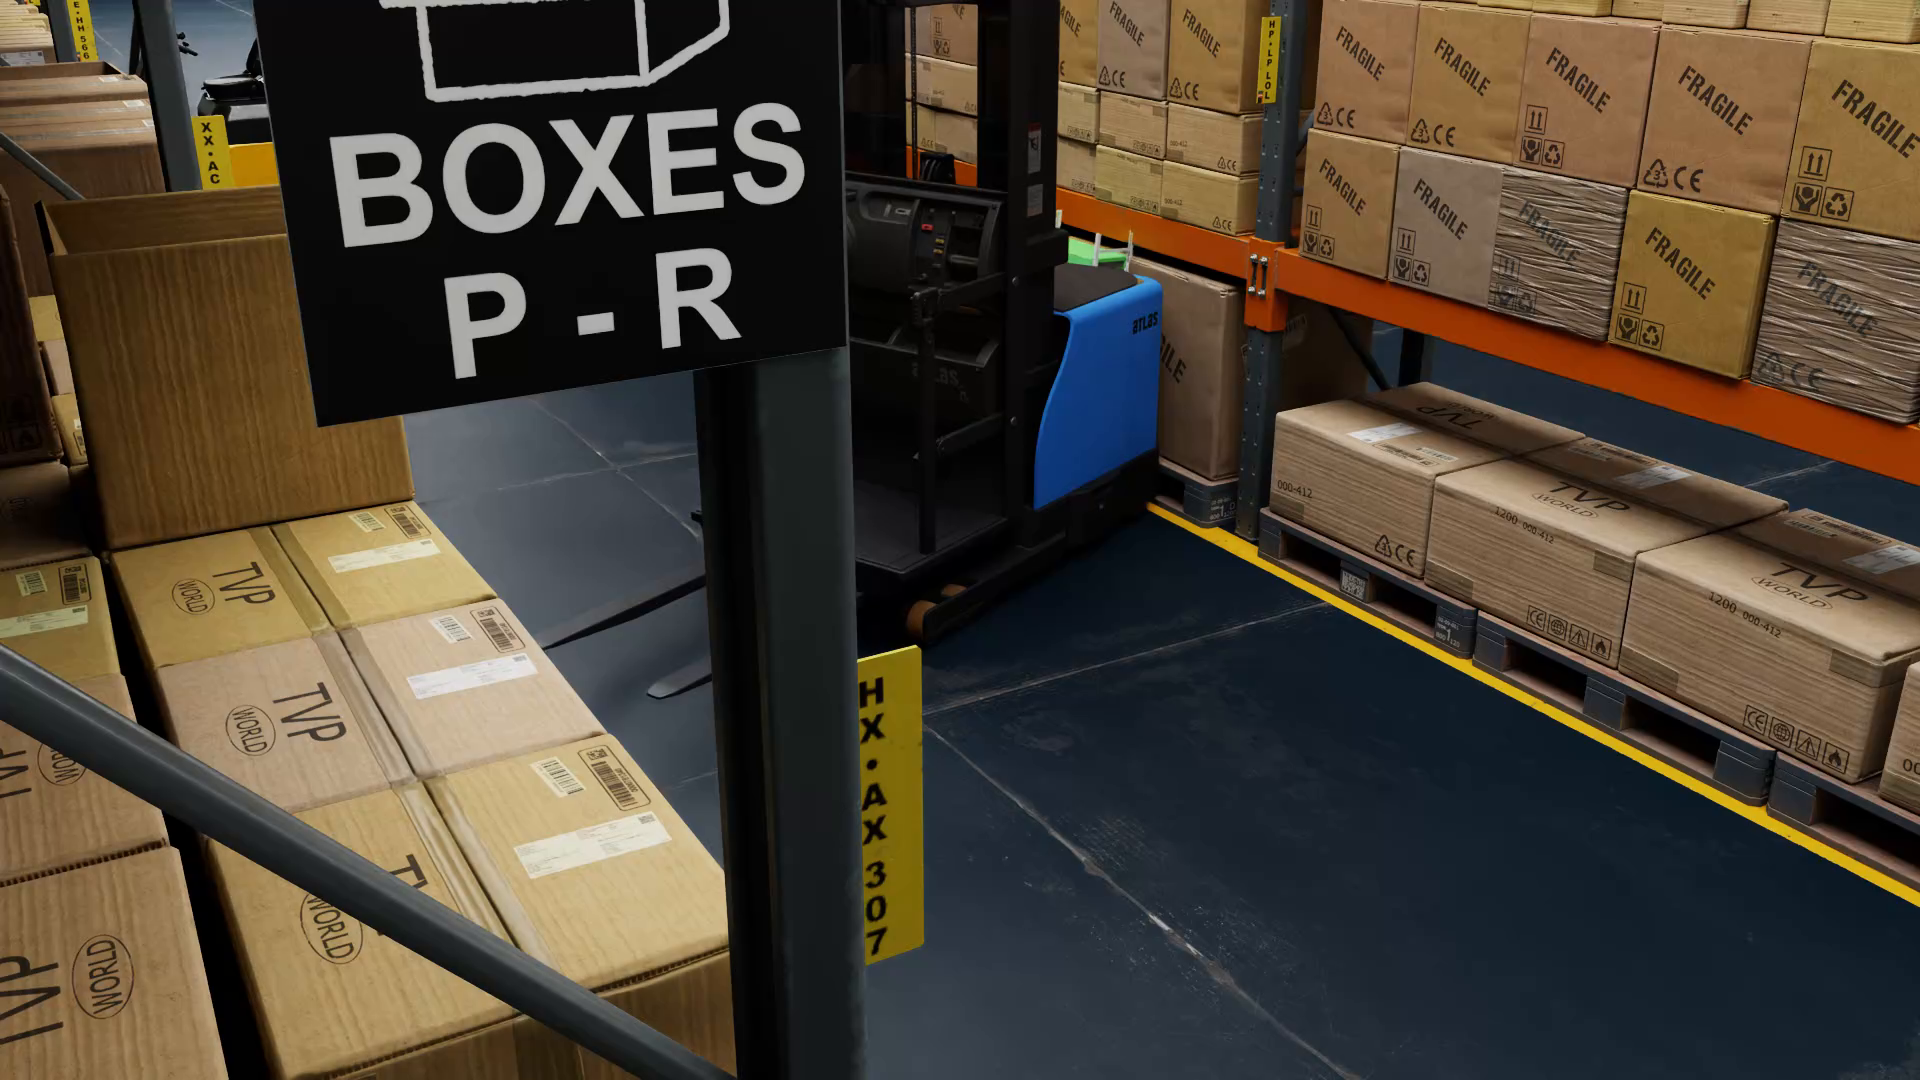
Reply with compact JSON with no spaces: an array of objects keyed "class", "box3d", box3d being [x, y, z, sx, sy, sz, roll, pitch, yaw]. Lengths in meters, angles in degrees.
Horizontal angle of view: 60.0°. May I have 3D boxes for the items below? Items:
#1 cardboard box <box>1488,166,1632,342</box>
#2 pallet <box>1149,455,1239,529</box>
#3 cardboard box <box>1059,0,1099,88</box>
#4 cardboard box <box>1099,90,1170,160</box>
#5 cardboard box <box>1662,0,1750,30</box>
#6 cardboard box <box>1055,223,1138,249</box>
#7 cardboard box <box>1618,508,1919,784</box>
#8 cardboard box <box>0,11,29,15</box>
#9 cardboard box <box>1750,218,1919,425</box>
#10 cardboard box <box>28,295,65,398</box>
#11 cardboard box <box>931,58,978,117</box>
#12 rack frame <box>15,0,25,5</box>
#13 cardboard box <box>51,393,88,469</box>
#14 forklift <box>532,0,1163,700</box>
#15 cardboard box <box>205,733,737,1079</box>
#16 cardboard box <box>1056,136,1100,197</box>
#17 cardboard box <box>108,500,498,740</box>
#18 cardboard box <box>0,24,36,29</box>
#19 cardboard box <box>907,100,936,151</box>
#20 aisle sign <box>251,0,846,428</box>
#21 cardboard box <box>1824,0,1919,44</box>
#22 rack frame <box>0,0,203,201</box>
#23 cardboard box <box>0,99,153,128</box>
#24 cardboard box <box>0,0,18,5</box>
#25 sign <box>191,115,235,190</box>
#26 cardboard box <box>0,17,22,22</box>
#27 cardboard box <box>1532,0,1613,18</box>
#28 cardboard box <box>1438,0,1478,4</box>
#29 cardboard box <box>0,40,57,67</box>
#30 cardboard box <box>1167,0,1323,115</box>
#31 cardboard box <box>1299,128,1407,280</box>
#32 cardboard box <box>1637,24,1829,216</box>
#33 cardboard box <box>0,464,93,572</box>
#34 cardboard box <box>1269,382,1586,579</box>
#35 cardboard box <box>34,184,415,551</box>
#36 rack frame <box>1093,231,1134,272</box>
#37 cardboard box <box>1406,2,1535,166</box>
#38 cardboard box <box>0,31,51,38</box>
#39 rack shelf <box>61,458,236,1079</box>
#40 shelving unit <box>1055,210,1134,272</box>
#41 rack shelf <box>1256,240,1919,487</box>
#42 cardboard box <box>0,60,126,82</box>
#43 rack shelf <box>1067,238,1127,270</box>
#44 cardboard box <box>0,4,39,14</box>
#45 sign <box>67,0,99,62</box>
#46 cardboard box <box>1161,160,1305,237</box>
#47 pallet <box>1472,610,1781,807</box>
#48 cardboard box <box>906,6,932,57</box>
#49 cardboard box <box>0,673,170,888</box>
[{"class":"cardboard box","box3d":[2.193,-1.008,5.674,0.500,0.500,0.500,-12,25,-28]},{"class":"pallet","box3d":[1.217,-0.433,8.097,1.003,0.211,1.213,-13,25,-28]},{"class":"cardboard box","box3d":[0.720,-2.429,7.844,0.500,0.500,0.500,-12,25,-27]},{"class":"cardboard box","box3d":[0.980,-1.908,7.557,0.500,0.250,0.500,-12,25,-27]},{"class":"cardboard box","box3d":[2.376,-1.651,5.067,0.380,0.149,0.250,-13,25,-28]},{"class":"cardboard box","box3d":[0.823,-1.176,8.485,0.875,0.875,0.875,-12,25,-27]},{"class":"cardboard box","box3d":[2.822,0.309,5.414,0.875,0.438,0.875,-12,25,-27]},{"class":"cardboard box","box3d":[-5.632,-2.994,9.700,0.380,0.149,0.250,-12,25,-28]},{"class":"cardboard box","box3d":[2.731,-0.676,4.859,0.500,0.500,0.500,-12,25,-27]},{"class":"cardboard box","box3d":[-2.119,-0.484,4.323,0.500,0.250,0.500,-12,25,-27]},{"class":"cardboard box","box3d":[0.187,-2.404,8.777,0.500,0.250,0.500,-13,25,-28]},{"class":"rack frame","box3d":[-6.676,-3.123,11.012,1.000,3.000,0.127,-13,25,-28]},{"class":"cardboard box","box3d":[-1.607,-0.161,3.527,0.500,0.250,0.500,-13,25,-29]},{"class":"forklift","box3d":[-0.367,-1.168,6.291,1.130,2.935,3.031,15,27,33]},{"class":"cardboard box","box3d":[-0.546,0.494,1.916,0.500,0.250,0.500,-12,25,-28]},{"class":"cardboard box","box3d":[0.730,-1.849,8.076,0.500,0.250,0.500,-13,26,-30]},{"class":"cardboard box","box3d":[-1.065,0.168,2.720,0.500,0.250,0.500,-13,26,-29]},{"class":"cardboard box","box3d":[-5.131,-2.657,8.871,0.380,0.149,0.250,-12,25,-28]},{"class":"cardboard box","box3d":[-0.056,-2.345,9.297,0.500,0.250,0.500,-13,26,-30]},{"class":"aisle sign","box3d":[-0.258,-0.478,1.050,0.394,0.787,0.004,-13,25,-28]},{"class":"cardboard box","box3d":[2.665,-1.485,4.659,0.380,0.149,0.250,-12,25,-27]},{"class":"rack frame","box3d":[-2.589,-0.534,4.641,1.000,3.000,0.127,-13,25,-28]},{"class":"cardboard box","box3d":[-2.908,-1.142,5.446,0.700,0.500,0.500,-12,25,-28]},{"class":"cardboard box","box3d":[-6.163,-3.322,10.507,0.380,0.149,0.250,-13,26,-29]},{"class":"sign","box3d":[-2.126,-1.042,4.741,0.100,0.325,0.005,-13,25,-28]},{"class":"cardboard box","box3d":[-5.426,-2.817,9.263,0.380,0.149,0.250,-13,25,-28]},{"class":"cardboard box","box3d":[2.111,-1.809,5.457,0.380,0.149,0.250,-13,26,-30]},{"class":"cardboard box","box3d":[1.926,-1.993,5.909,0.380,0.149,0.250,-13,25,-29]},{"class":"cardboard box","box3d":[-4.542,-2.335,8.079,0.380,0.149,0.250,-12,25,-27]},{"class":"cardboard box","box3d":[1.232,-2.095,7.023,0.500,0.500,0.500,-12,25,-27]},{"class":"cardboard box","box3d":[1.691,-1.334,6.476,0.500,0.500,0.500,-12,25,-27]},{"class":"cardboard box","box3d":[2.471,-1.302,5.070,0.500,0.500,0.500,-13,25,-29]},{"class":"cardboard box","box3d":[-1.787,0.097,2.892,0.500,0.250,0.500,-13,25,-28]},{"class":"cardboard box","box3d":[1.905,-0.273,6.845,0.875,0.438,0.875,-13,25,-29]},{"class":"cardboard box","box3d":[-1.312,-0.339,2.969,0.500,0.500,0.500,-12,25,-27]},{"class":"rack frame","box3d":[0.652,-0.836,7.741,0.240,1.200,0.015,-13,28,-39]},{"class":"cardboard box","box3d":[1.964,-1.634,5.887,0.500,0.500,0.500,-13,25,-29]},{"class":"cardboard box","box3d":[-4.833,-2.500,8.483,0.380,0.149,0.250,-12,25,-27]},{"class":"rack shelf","box3d":[-1.567,0.447,3.183,1.077,0.370,4.000,-13,25,-28]},{"class":"shelving unit","box3d":[0.495,-0.917,7.910,0.258,1.200,0.503,-13,28,-39]},{"class":"rack shelf","box3d":[2.698,-0.509,5.535,1.077,0.370,4.000,-13,25,-28]},{"class":"cardboard box","box3d":[-3.639,-1.578,6.515,0.797,0.503,0.637,-13,26,-29]},{"class":"rack shelf","box3d":[0.533,-1.303,7.759,0.258,0.148,0.480,-13,28,-39]},{"class":"cardboard box","box3d":[-5.835,-3.173,10.141,0.380,0.149,0.250,-13,26,-30]},{"class":"sign","box3d":[-4.171,-2.436,7.888,0.100,0.325,0.005,-13,25,-28]},{"class":"cardboard box","box3d":[1.231,-1.517,7.259,0.500,0.250,0.500,-13,26,-29]},{"class":"pallet","box3d":[2.625,0.459,5.902,1.003,0.211,1.213,-13,25,-28]},{"class":"cardboard box","box3d":[-0.064,-2.929,9.072,0.500,0.500,0.500,-12,25,-28]},{"class":"cardboard box","box3d":[-1.271,0.428,2.079,0.500,0.250,0.500,-13,25,-28]}]
